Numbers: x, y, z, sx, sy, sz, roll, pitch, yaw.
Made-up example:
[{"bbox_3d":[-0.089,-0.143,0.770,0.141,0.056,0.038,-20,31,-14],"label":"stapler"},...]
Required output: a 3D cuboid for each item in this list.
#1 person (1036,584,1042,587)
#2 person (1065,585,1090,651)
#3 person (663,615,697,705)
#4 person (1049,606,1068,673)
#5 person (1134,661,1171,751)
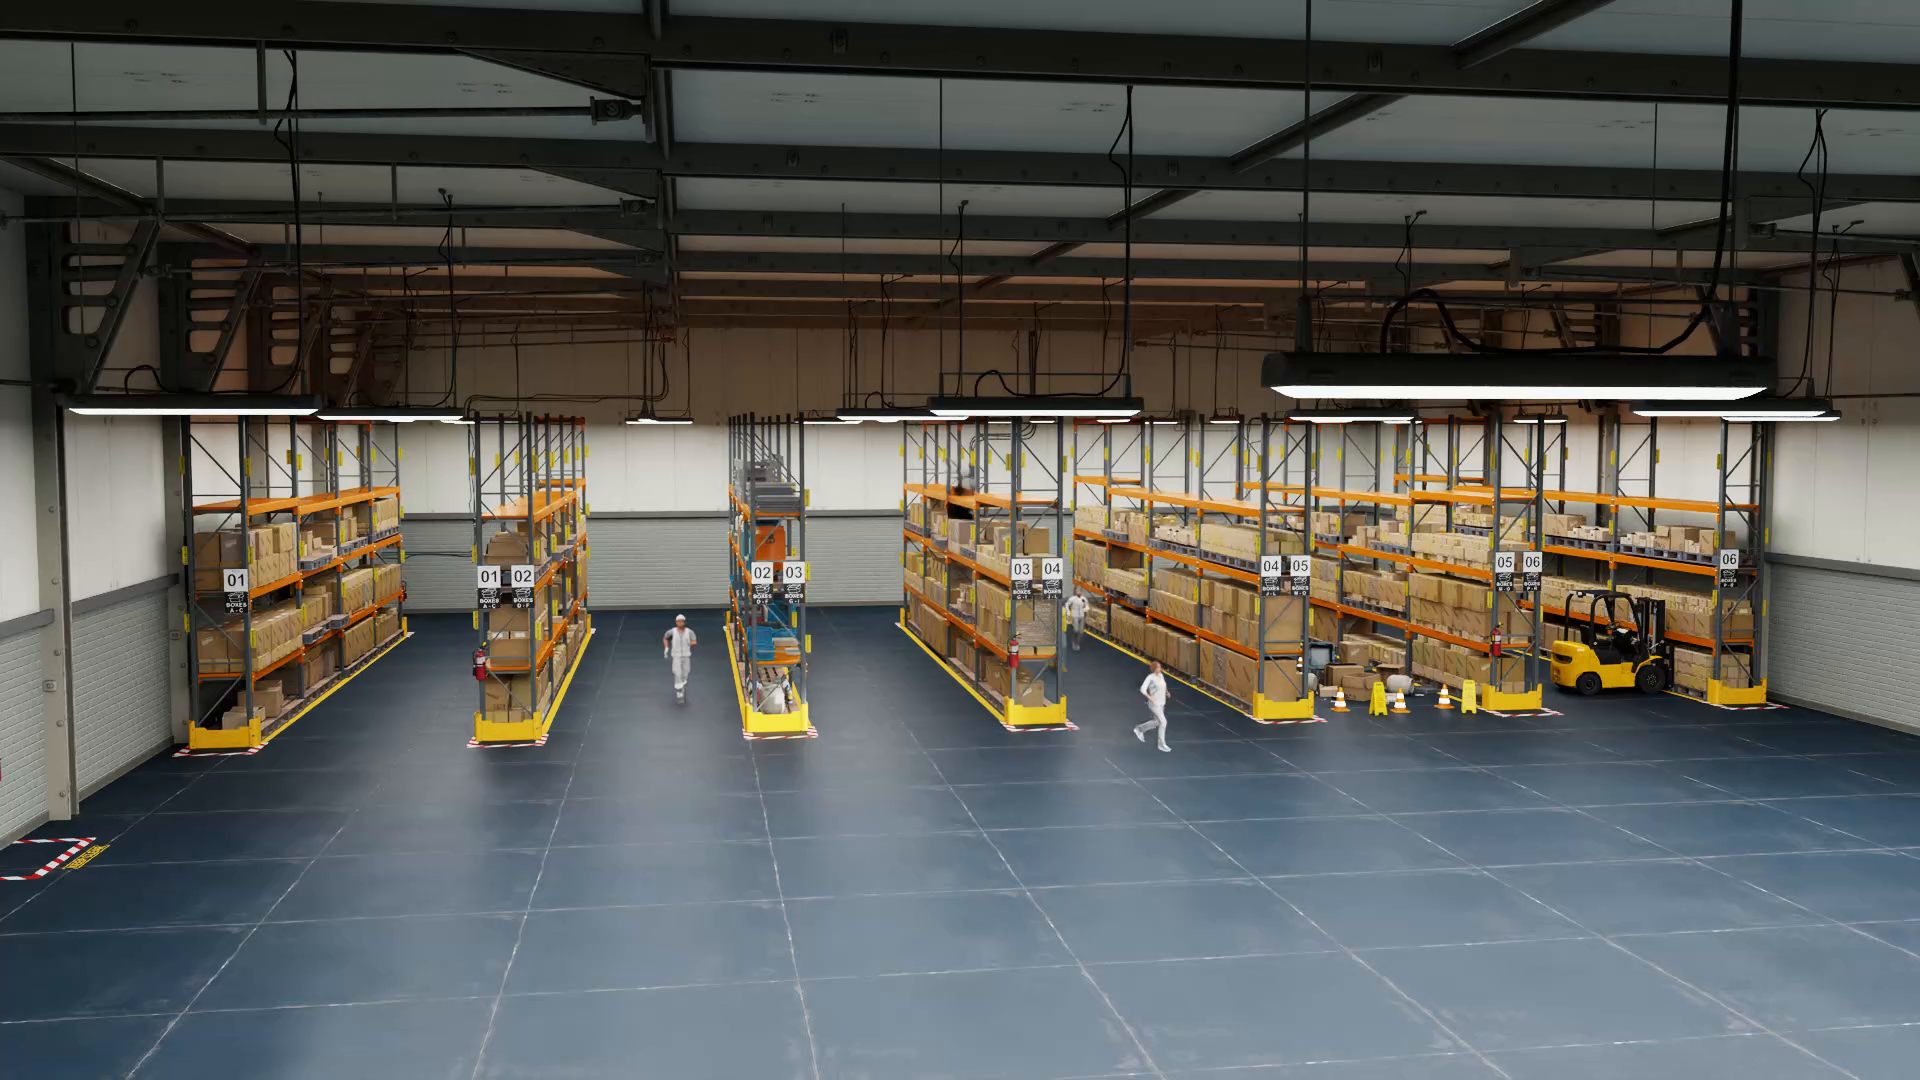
[{"bbox_3d":[2.295,1.742,46.569,0.635,1.663,0.913,-1,4,-8],"label":"person"},{"bbox_3d":[3.024,1.990,42.444,0.593,1.670,0.636,-1,4,-11],"label":"person"},{"bbox_3d":[-5.797,2.455,34.542,0.655,1.810,0.925,-2,4,-22],"label":"person"},{"bbox_3d":[2.268,2.188,39.019,0.677,1.817,0.790,-1,4,-16],"label":"person"},{"bbox_3d":[3.437,2.932,29.548,0.735,1.595,0.532,3,5,36],"label":"person"}]
